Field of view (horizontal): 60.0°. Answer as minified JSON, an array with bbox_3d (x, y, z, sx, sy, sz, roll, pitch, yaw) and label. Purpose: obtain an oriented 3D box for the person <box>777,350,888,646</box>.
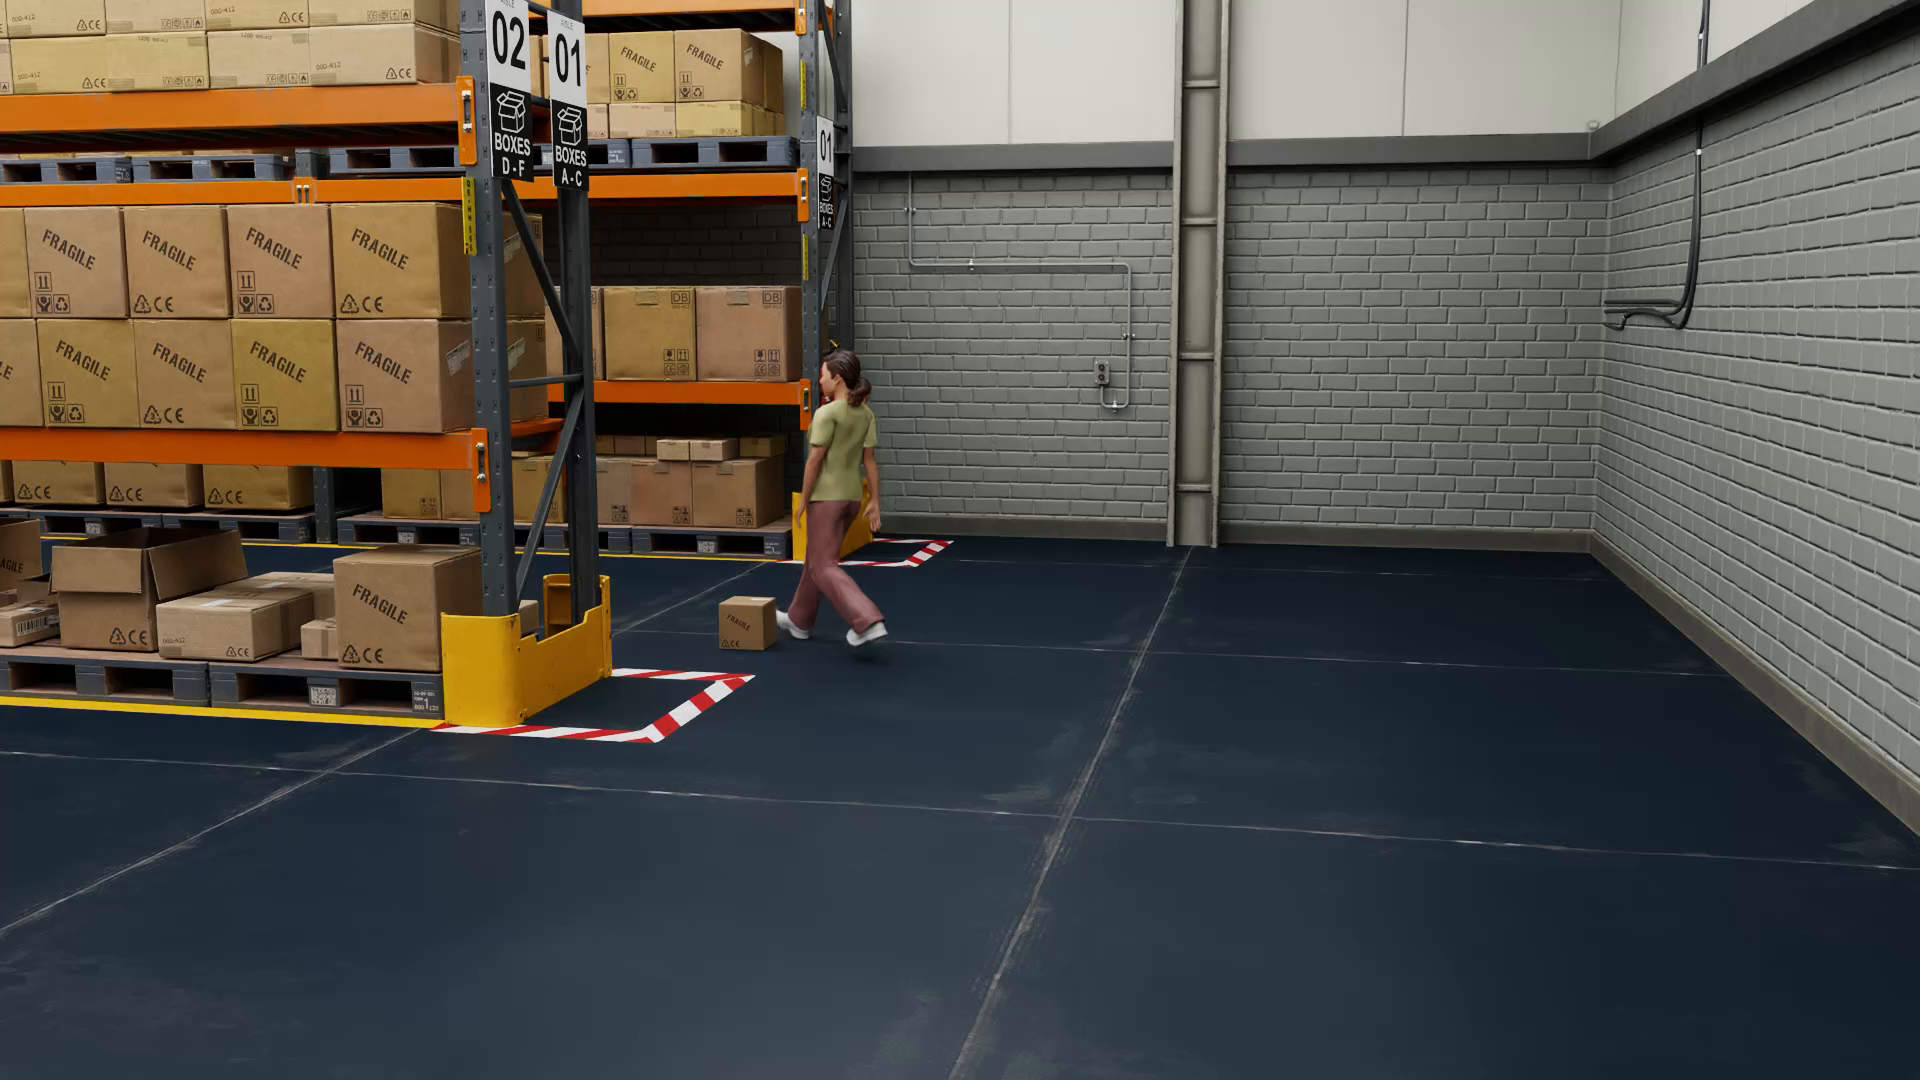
[{"bbox_3d":[-0.727,-0.215,9.000,1.028,1.617,0.459,6,10,35],"label":"person"}]
